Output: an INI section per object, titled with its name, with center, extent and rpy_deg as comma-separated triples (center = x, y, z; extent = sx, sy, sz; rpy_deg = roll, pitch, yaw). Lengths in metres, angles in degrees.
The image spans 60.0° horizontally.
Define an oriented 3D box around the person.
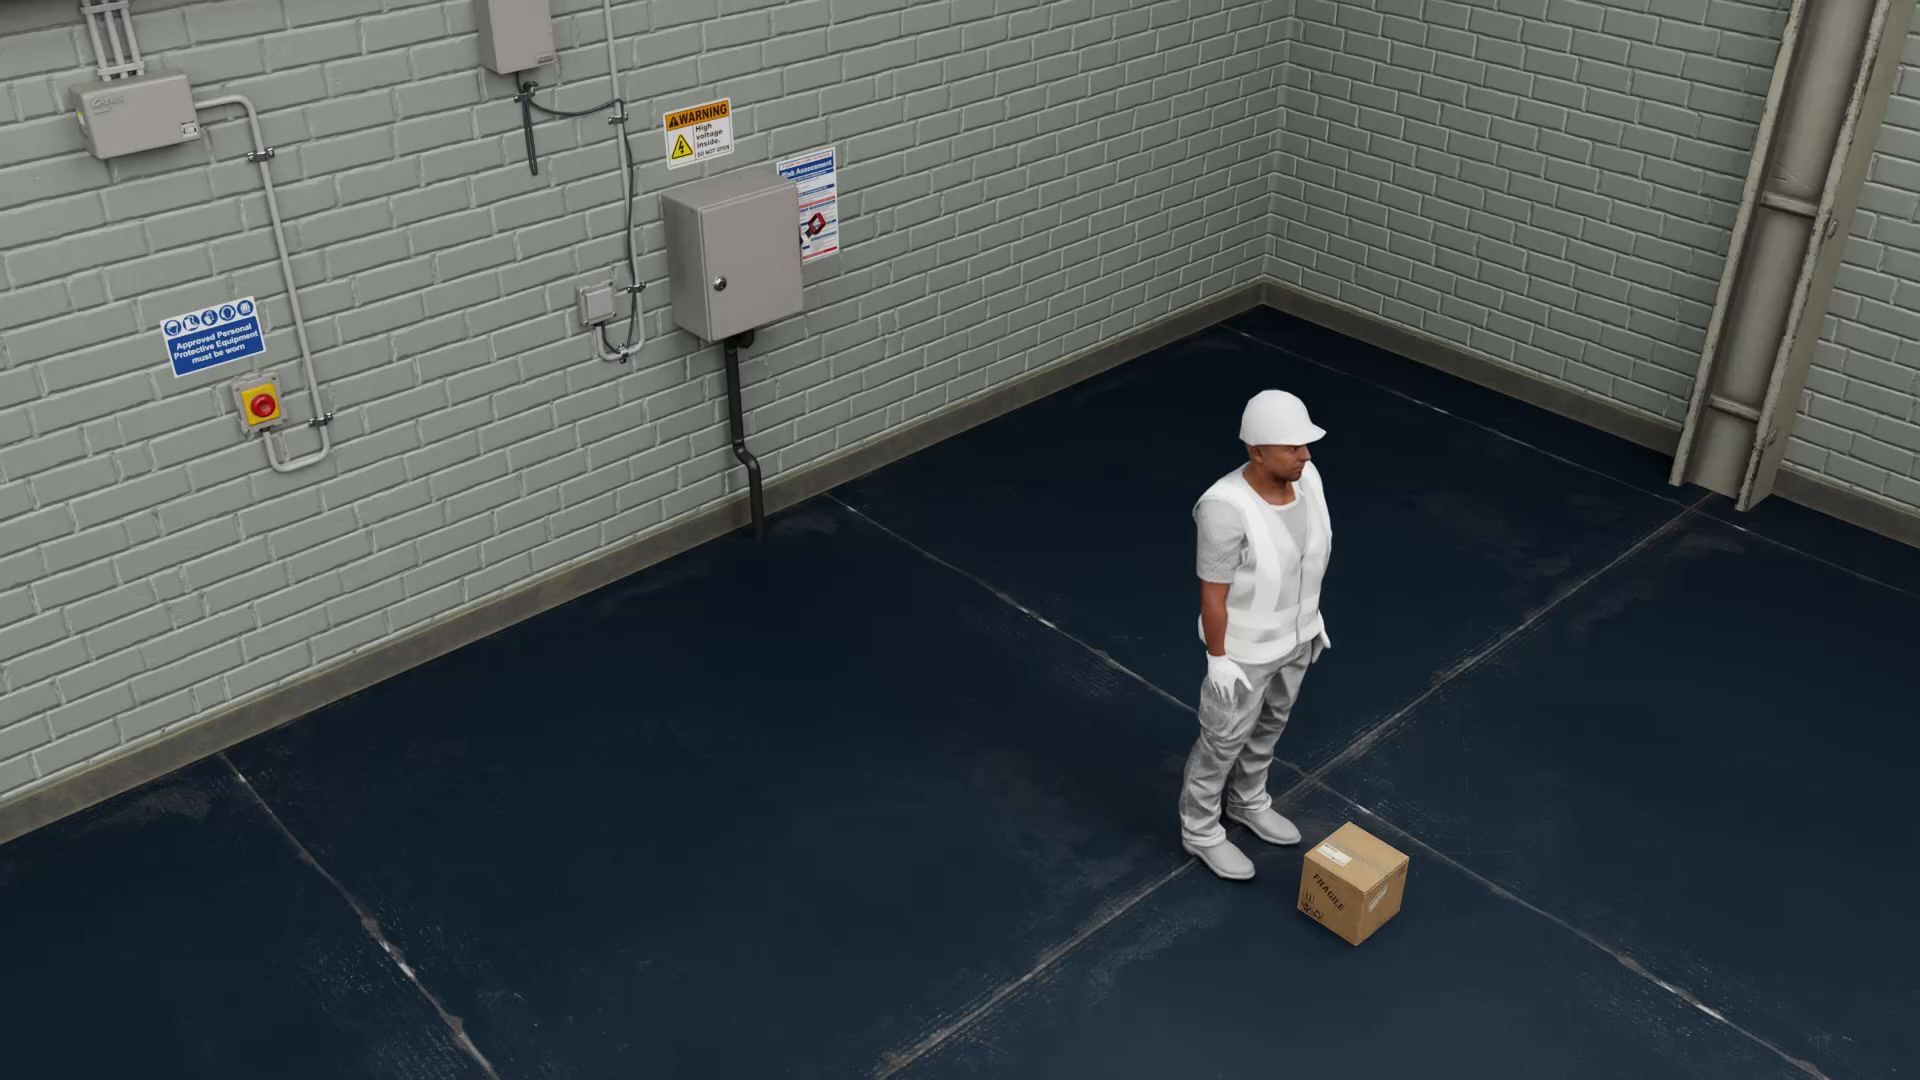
[person]
center = 1.009, 0.323, 5.578
extent = 0.547, 1.787, 0.369
rpy_deg = -25, 39, -34
